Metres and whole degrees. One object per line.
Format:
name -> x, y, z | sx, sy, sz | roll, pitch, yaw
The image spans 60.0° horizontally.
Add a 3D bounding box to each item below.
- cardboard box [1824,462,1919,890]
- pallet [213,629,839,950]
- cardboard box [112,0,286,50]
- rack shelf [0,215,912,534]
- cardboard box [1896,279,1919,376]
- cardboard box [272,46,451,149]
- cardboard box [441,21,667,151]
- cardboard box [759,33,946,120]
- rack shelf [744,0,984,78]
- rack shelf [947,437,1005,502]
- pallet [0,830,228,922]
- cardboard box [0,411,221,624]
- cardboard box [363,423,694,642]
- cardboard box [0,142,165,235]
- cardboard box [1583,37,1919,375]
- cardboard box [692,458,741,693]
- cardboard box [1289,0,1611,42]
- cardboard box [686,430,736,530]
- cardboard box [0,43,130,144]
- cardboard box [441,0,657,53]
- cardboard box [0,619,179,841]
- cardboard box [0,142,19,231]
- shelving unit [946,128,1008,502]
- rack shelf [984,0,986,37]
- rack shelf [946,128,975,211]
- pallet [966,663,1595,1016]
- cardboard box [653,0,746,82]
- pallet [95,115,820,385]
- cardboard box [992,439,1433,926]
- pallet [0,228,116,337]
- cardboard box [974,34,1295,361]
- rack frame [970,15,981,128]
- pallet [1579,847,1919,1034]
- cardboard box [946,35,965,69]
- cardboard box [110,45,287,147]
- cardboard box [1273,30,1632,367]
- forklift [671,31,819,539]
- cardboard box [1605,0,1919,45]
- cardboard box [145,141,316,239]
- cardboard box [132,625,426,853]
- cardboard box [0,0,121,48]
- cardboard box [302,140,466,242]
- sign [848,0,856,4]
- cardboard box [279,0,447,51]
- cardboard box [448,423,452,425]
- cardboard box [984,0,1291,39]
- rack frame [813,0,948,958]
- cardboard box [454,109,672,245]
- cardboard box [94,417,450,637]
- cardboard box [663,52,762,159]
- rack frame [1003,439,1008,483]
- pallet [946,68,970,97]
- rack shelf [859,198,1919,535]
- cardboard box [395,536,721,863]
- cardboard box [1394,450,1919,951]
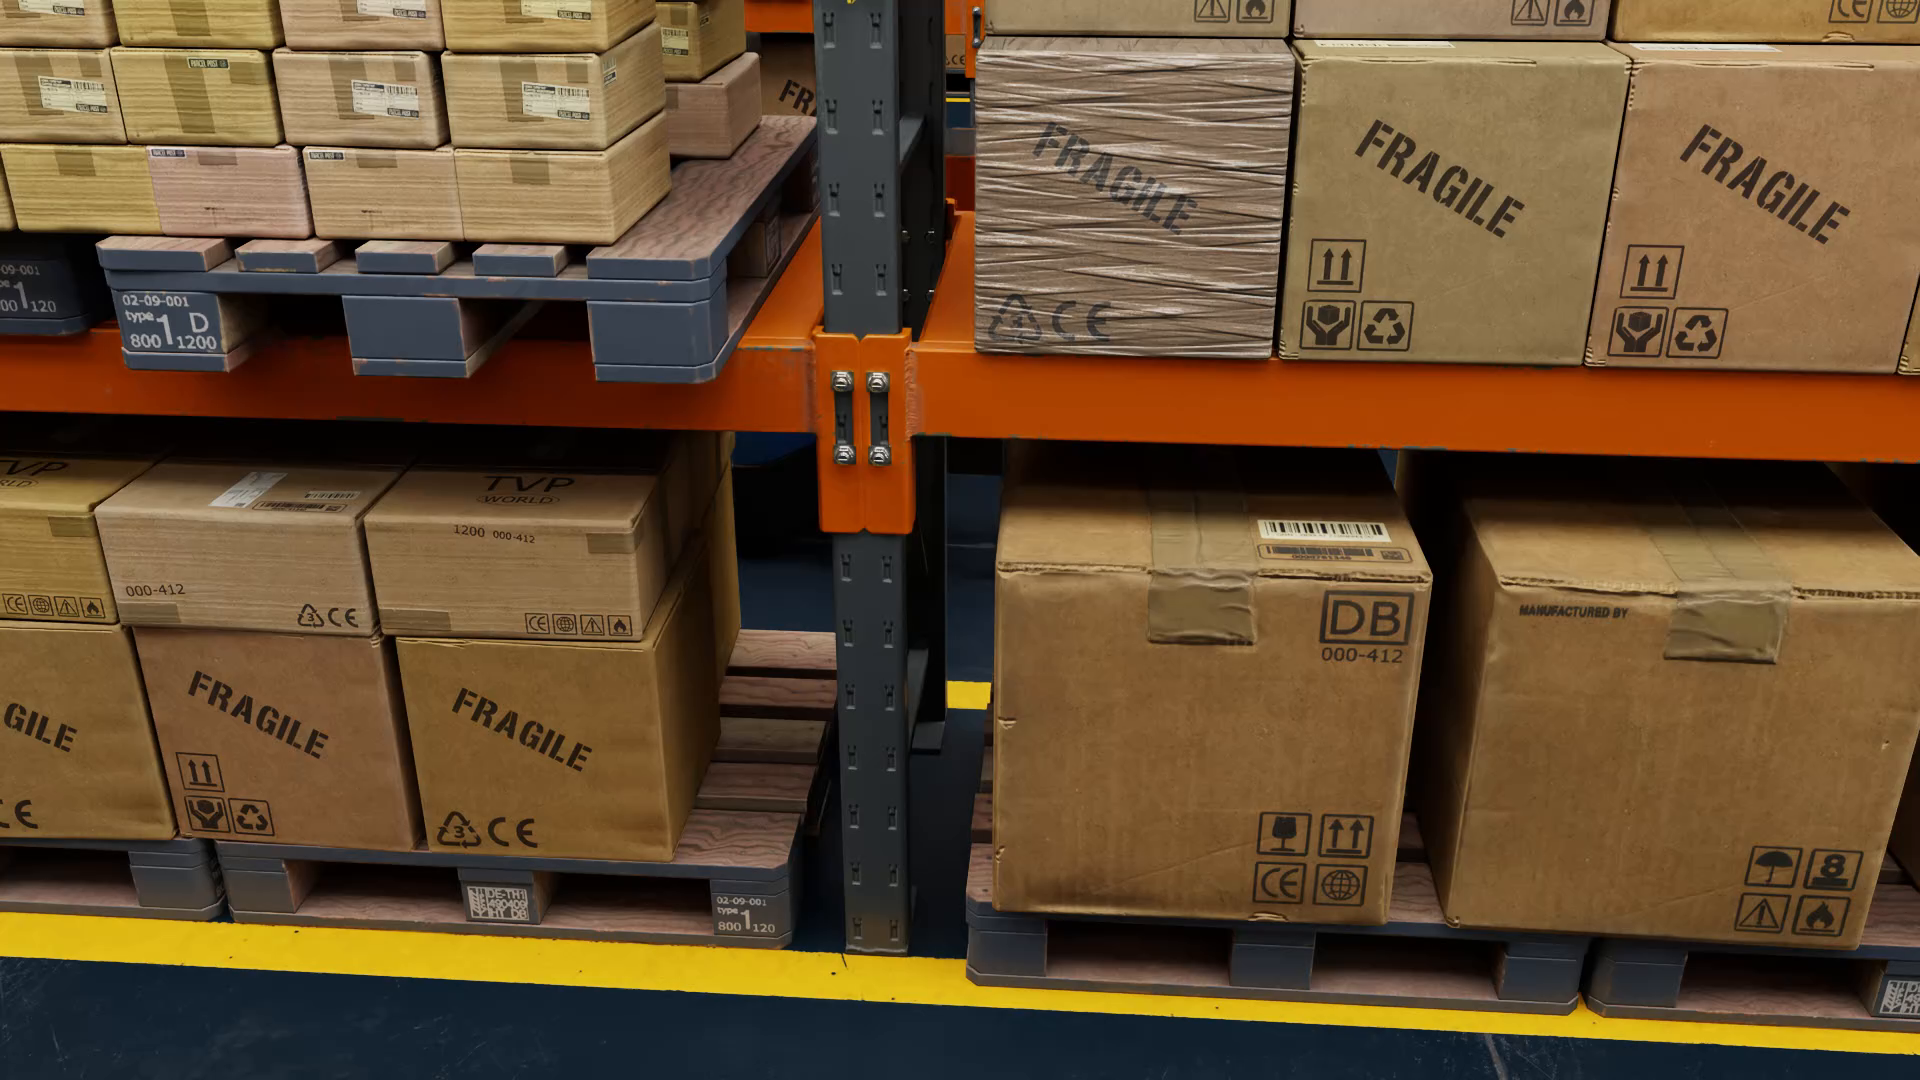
cardboard box -> 2.268, 0.224, 3.363 | 0.750, 0.750, 1.050 | 2, 25, 4
pallet -> -0.912, 0.521, 3.865 | 1.213, 0.211, 1.003 | 2, 25, 4
cardboard box -> -1.168, -0.909, 2.723 | 0.250, 0.149, 0.380 | 3, 25, 6
rack shelf -> -2.127, -0.457, 3.516 | 4.000, 0.370, 1.077 | 2, 25, 4
cardboard box -> 1.801, -0.590, 2.825 | 0.500, 0.500, 0.500 | 2, 25, 3
cardboard box -> -0.926, -0.766, 2.768 | 0.250, 0.149, 0.380 | 3, 25, 6
cardboard box -> -0.660, -0.758, 2.751 | 0.250, 0.149, 0.380 | 2, 25, 5
cardboard box -> -0.537, -2.069, 8.196 | 0.875, 0.875, 0.875 | 2, 25, 4
rack shelf -> -1.848, -2.523, 8.006 | 4.000, 0.370, 1.077 | 2, 25, 4
rack shelf -> -0.086, -0.282, 5.058 | 0.480, 0.518, 0.431 | 3, 25, 6
pallet -> -2.125, 0.481, 3.952 | 1.213, 0.211, 1.003 | 2, 25, 4
cardboard box -> -1.844, -0.063, 3.389 | 0.500, 0.250, 0.500 | 2, 25, 5
cardboard box -> -0.834, -0.028, 3.314 | 0.500, 0.250, 0.500 | 1, 25, 3
cardboard box -> -1.412, -0.647, 2.866 | 0.250, 0.149, 0.380 | 2, 25, 3
cardboard box -> 1.304, -0.607, 2.861 | 0.500, 0.500, 0.500 | 2, 25, 4
cardboard box -> -0.818, 0.096, 3.941 | 0.500, 0.500, 0.500 | 1, 25, 2
cardboard box -> 0.819, -1.185, 2.922 | 0.500, 0.500, 0.700 | 1, 25, 3
cardboard box -> -0.802, -0.239, 3.771 | 0.500, 0.250, 0.500 | 1, 25, 2
cardboard box -> -1.438, -0.781, 2.801 | 0.250, 0.149, 0.380 | 2, 25, 4
cardboard box -> -0.656, -0.891, 2.685 | 0.250, 0.149, 0.380 | 1, 25, 2
cardboard box -> -1.855, 0.284, 3.531 | 0.500, 0.500, 0.500 | 1, 25, 2
cardboard box -> -1.680, -0.655, 2.883 | 0.250, 0.149, 0.380 | 1, 25, 2
shelving unit -> -0.086, -0.930, 4.759 | 0.503, 2.100, 0.431 | 3, 25, 6
rack shelf -> 2.140, -2.395, 7.728 | 4.000, 0.370, 1.077 | 2, 25, 4
rack shelf -> -0.086, -0.918, 4.765 | 0.480, 0.518, 0.431 | 3, 25, 6
pallet -> 0.648, 0.603, 3.686 | 1.213, 0.211, 1.003 | 2, 25, 4
cardboard box -> -0.599, -1.031, 3.344 | 0.250, 0.149, 0.380 | 3, 25, 6
pallet -> -0.851, -0.611, 3.219 | 1.003, 0.211, 1.213 | 2, 25, 4
cardboard box -> 0.468, 0.168, 3.485 | 0.750, 0.750, 1.050 | 2, 25, 3
pallet -> -2.109, -0.679, 3.367 | 1.213, 0.211, 1.003 | 2, 25, 4
cardboard box -> 0.294, -0.638, 2.929 | 0.500, 0.500, 0.500 | 2, 25, 5
rack frame -> 0.146, -2.786, 7.717 | 0.127, 3.000, 1.000 | 2, 25, 4
pallet -> 1.861, 0.644, 3.599 | 1.213, 0.211, 1.003 | 2, 25, 4
cardboard box -> 0.084, -3.834, 12.482 | 0.500, 0.500, 0.500 | 3, 25, 6
cardboard box -> -1.189, -0.773, 2.784 | 0.250, 0.149, 0.380 | 2, 25, 5
cardboard box -> 0.802, -0.623, 2.897 | 0.500, 0.500, 0.500 | 2, 25, 3
forklift -> -1.537, -1.796, 5.648 | 3.031, 2.935, 1.130 | 17, 29, 32
cardboard box -> 1.330, -1.170, 2.888 | 0.500, 0.500, 0.700 | 1, 25, 3
cardboard box -> -1.163, -0.638, 2.845 | 0.250, 0.149, 0.380 | 2, 25, 5
cardboard box -> -1.326, 0.295, 3.509 | 0.500, 0.500, 0.500 | 3, 25, 6
cardboard box -> -1.434, -0.916, 2.738 | 0.250, 0.149, 0.380 | 3, 25, 6
cardboard box -> -0.907, -0.629, 2.828 | 0.250, 0.149, 0.380 | 2, 25, 4
sign -> -0.165, -0.983, 2.508 | 0.005, 0.325, 0.100 | 2, 25, 4
cardboard box -> -0.906, -0.900, 2.705 | 0.250, 0.149, 0.380 | 2, 25, 3
cardboard box -> -1.307, -0.255, 3.807 | 0.500, 0.250, 0.500 | 2, 25, 3
cardboard box -> 0.314, -1.201, 2.956 | 0.500, 0.500, 0.700 | 2, 25, 4
rack frame -> -0.132, -0.720, 3.226 | 0.127, 3.000, 1.000 | 2, 25, 4
cardboard box -> -0.660, -0.621, 2.809 | 0.250, 0.149, 0.380 | 2, 25, 5
cardboard box -> -1.339, -0.040, 3.339 | 0.500, 0.250, 0.500 | 2, 25, 5
cardboard box -> -0.563, -0.895, 3.405 | 0.250, 0.149, 0.380 | 2, 25, 3
rack frame -> 0.157, -0.919, 4.734 | 0.015, 2.100, 0.400 | 3, 25, 6
pallet -> -0.220, -3.628, 12.882 | 1.213, 0.211, 1.003 | 2, 25, 4
rack shelf -> 1.862, -0.329, 3.237 | 4.000, 0.370, 1.077 | 2, 25, 4
cardboard box -> -0.809, 0.313, 3.470 | 0.500, 0.500, 0.500 | 2, 25, 4
cardboard box -> 1.340, 0.195, 3.427 | 0.750, 0.750, 1.050 | 2, 25, 5
